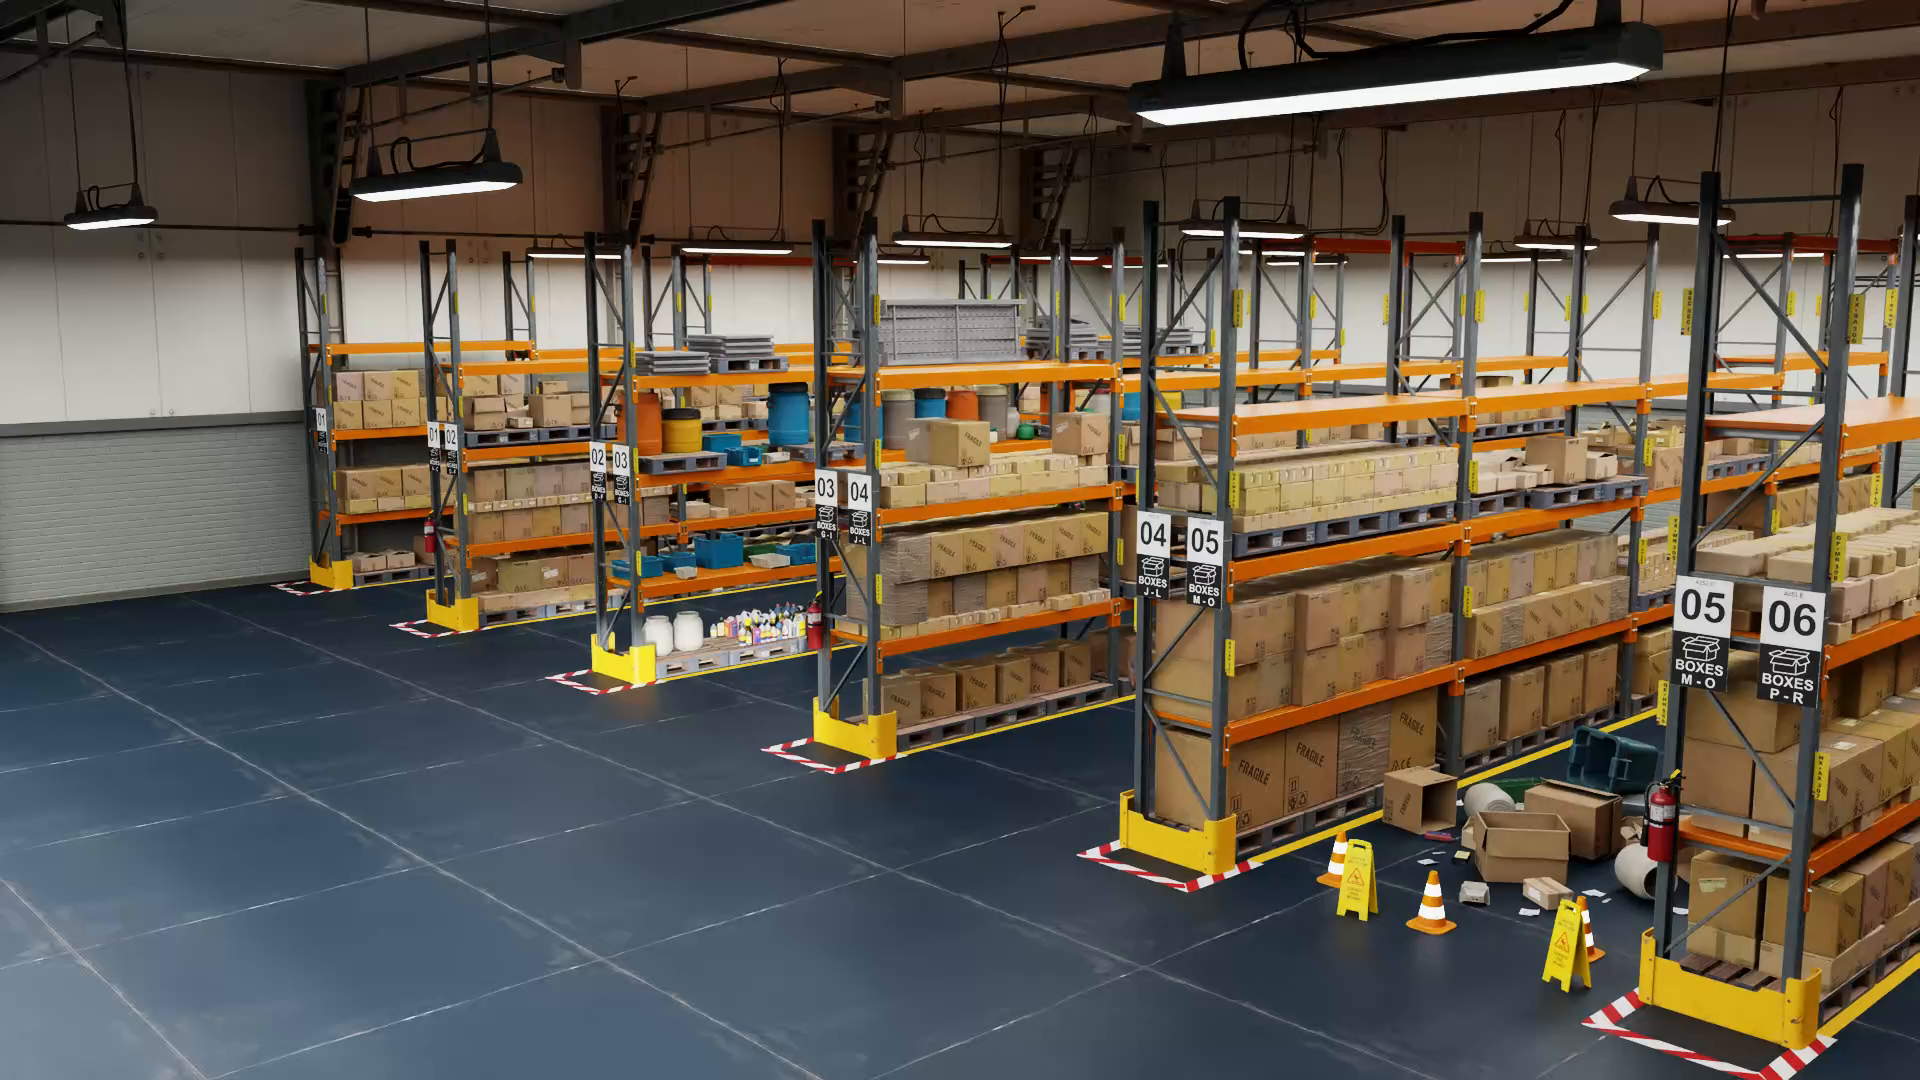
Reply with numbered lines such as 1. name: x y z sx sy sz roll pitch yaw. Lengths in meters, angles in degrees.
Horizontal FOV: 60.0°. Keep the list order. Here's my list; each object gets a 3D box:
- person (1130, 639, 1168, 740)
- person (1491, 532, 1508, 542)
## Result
1. person: 2.224 1.756 18.363 0.640 1.495 0.915 7 11 39
2. person: 7.962 0.712 24.597 0.685 1.764 0.631 7 11 40
